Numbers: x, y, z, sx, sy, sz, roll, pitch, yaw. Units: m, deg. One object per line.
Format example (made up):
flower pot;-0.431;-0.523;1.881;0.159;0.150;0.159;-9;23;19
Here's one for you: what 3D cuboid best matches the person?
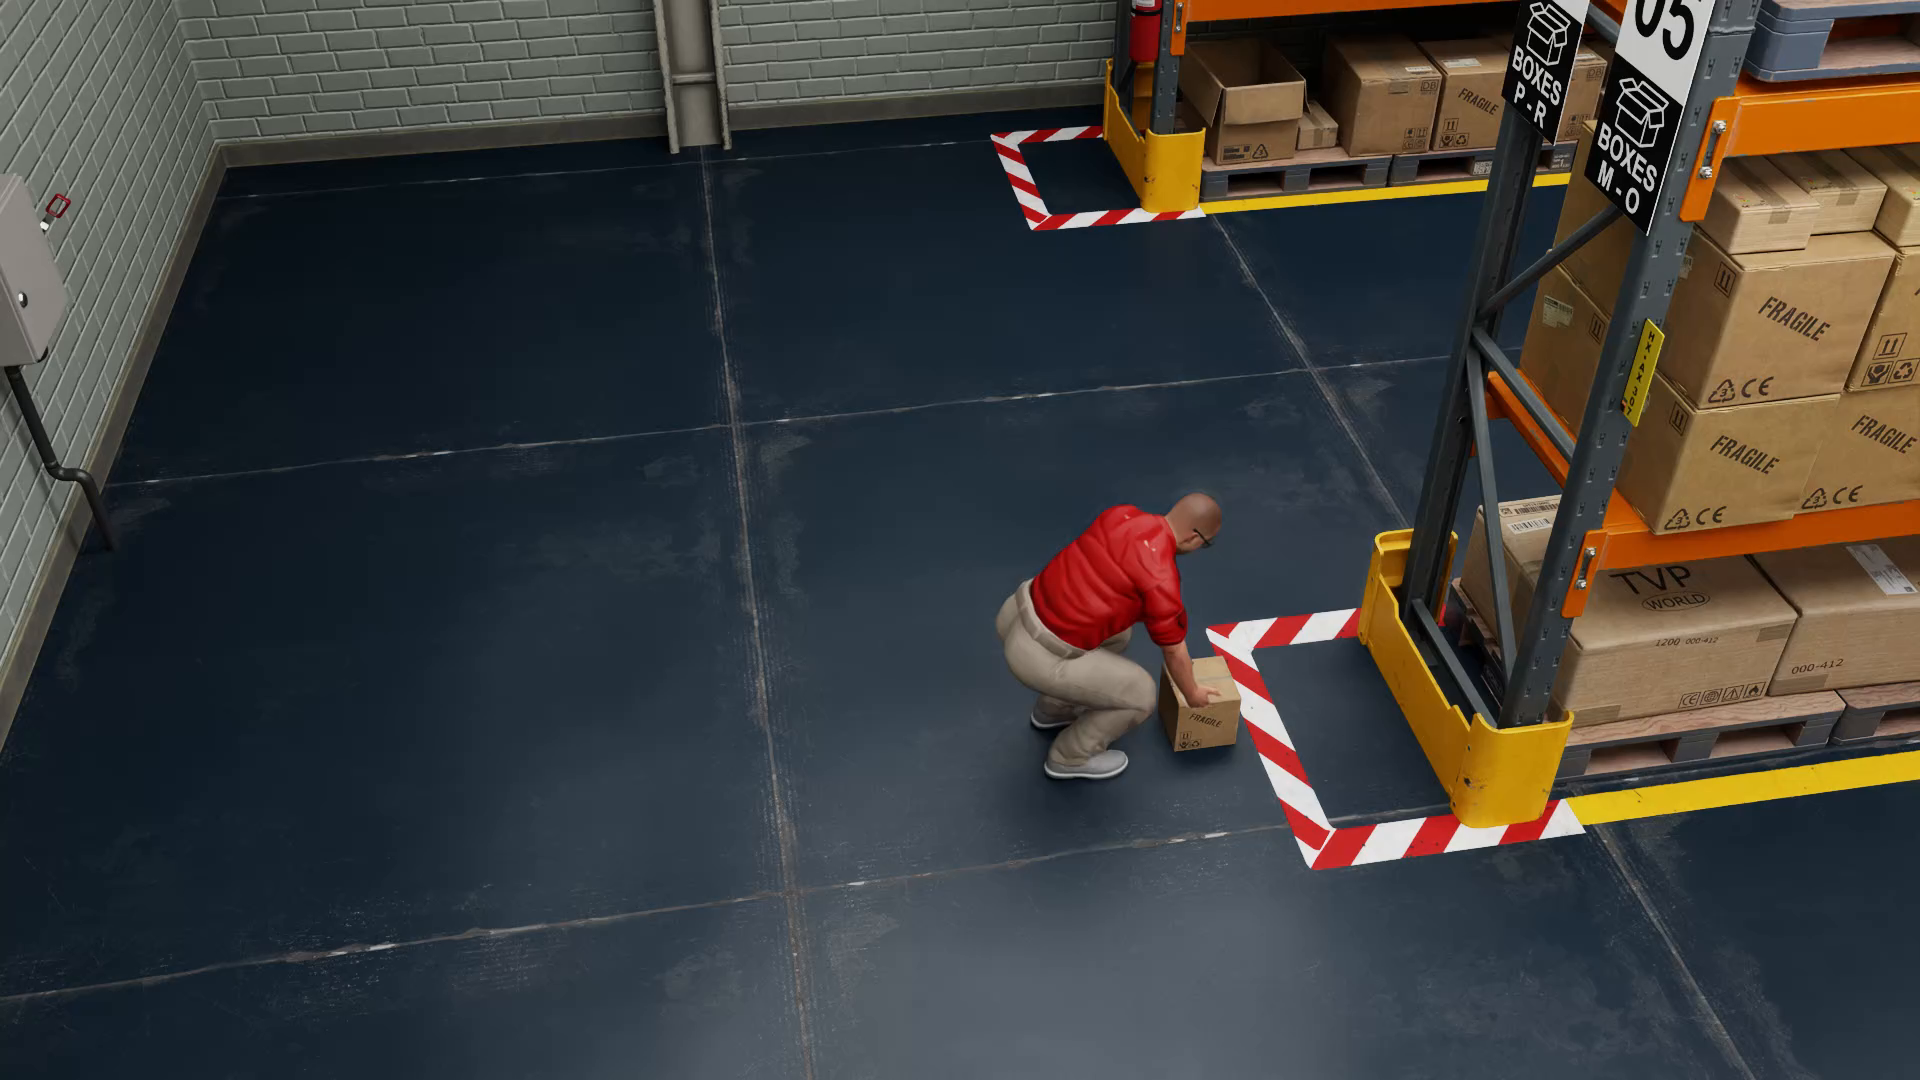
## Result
person;0.605;0.326;6.254;0.714;1.114;0.577;-6;39;-8
